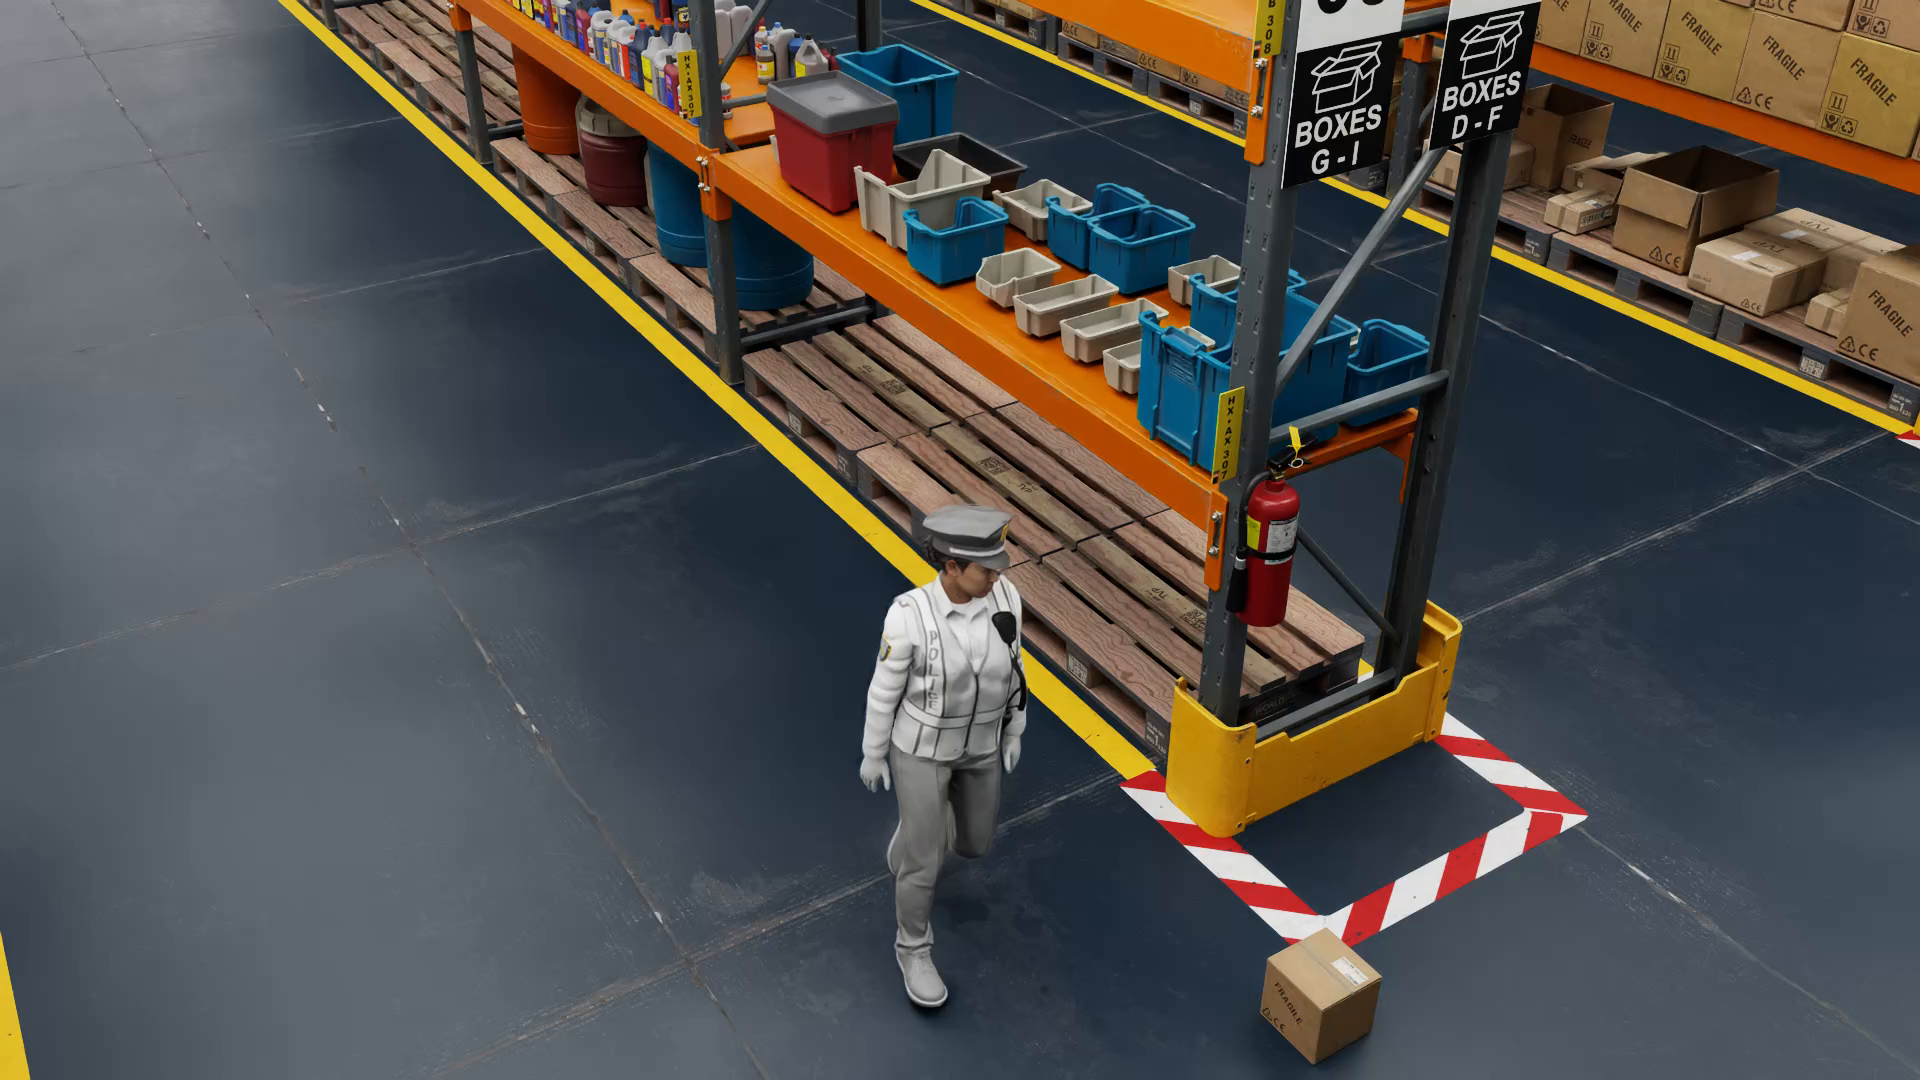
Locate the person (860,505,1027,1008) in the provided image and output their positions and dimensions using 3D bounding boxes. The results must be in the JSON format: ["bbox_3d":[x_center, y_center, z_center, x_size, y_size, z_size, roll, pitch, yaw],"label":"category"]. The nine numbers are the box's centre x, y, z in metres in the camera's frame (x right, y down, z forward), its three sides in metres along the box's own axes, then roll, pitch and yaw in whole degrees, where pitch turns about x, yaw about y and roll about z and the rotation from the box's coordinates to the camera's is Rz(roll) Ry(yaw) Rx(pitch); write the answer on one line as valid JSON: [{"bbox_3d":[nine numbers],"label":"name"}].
[{"bbox_3d":[-0.054,0.607,5.183,0.535,1.629,0.682,-15,36,-22],"label":"person"}]
